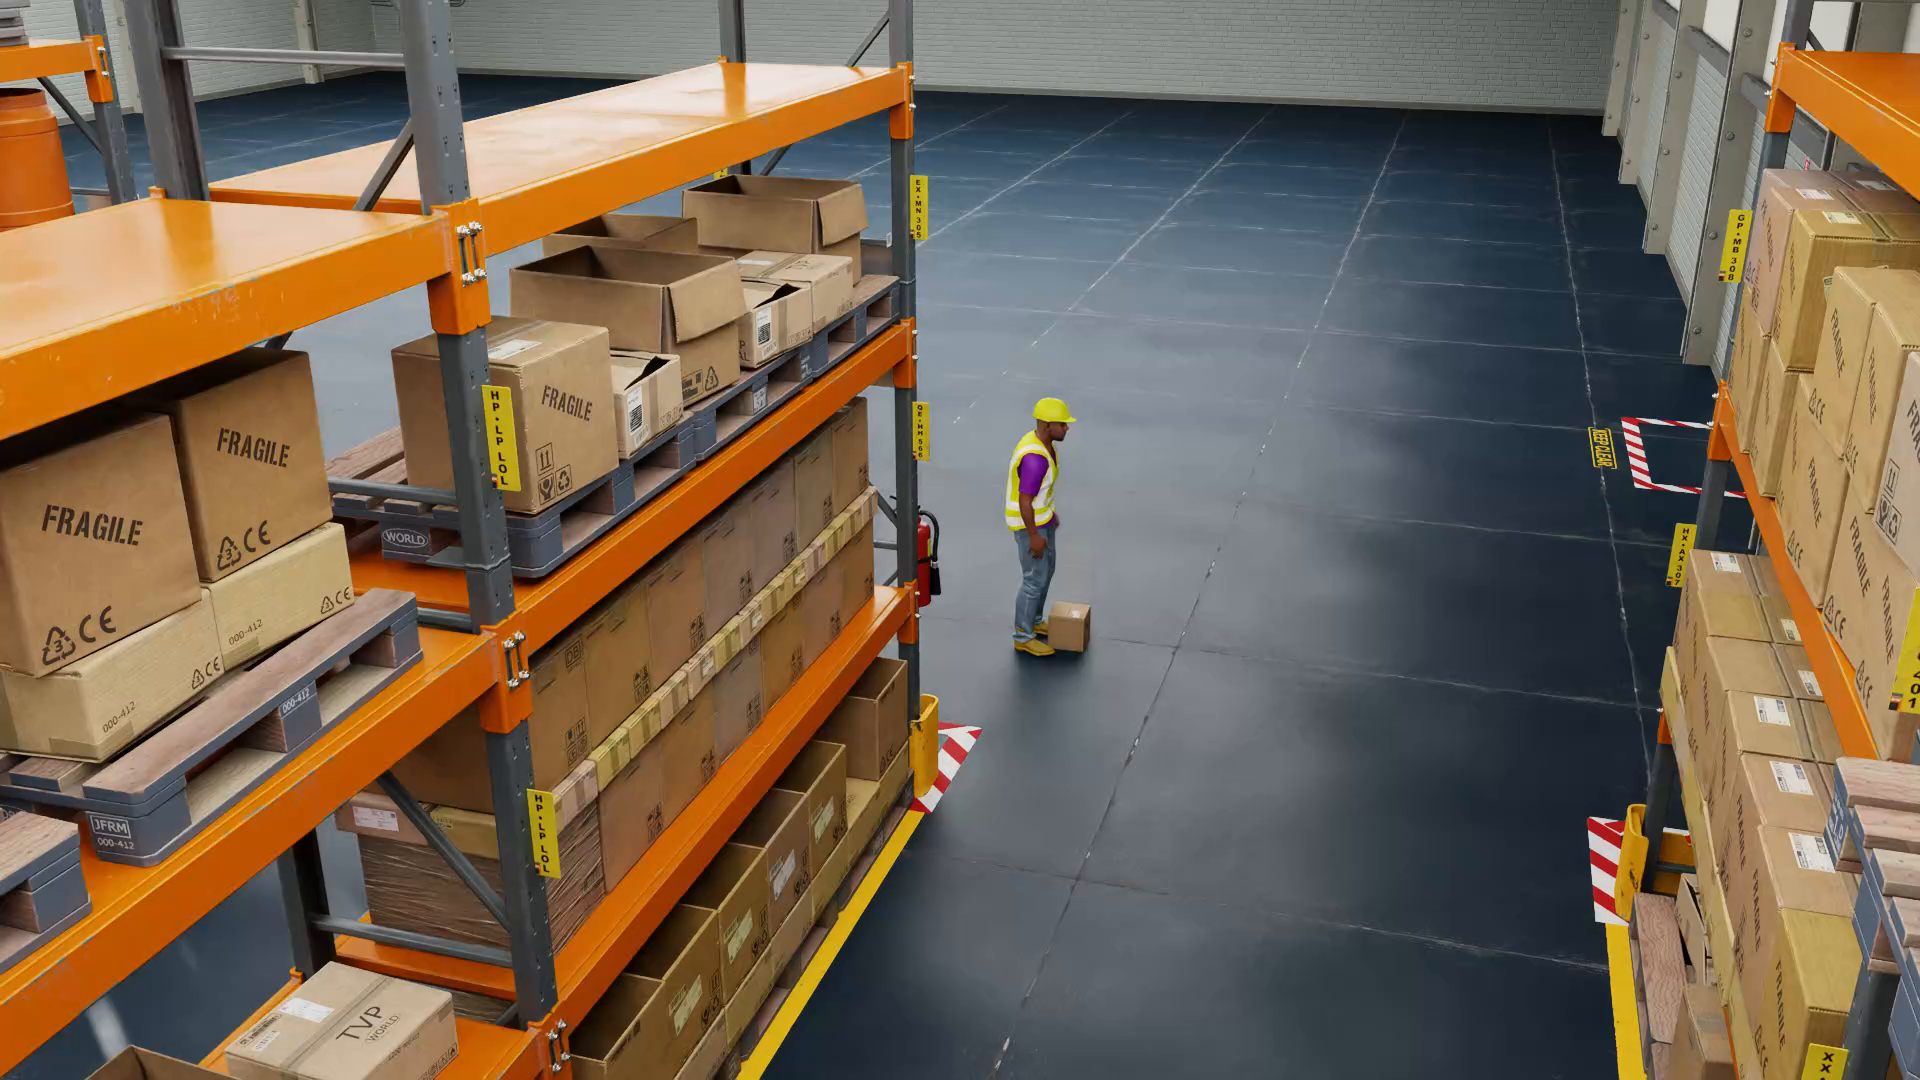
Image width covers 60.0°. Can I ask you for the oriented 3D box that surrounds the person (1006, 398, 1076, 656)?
[{"bbox_3d":[0.546,-0.120,11.363,0.455,1.761,0.637,5,22,13],"label":"person"}]
